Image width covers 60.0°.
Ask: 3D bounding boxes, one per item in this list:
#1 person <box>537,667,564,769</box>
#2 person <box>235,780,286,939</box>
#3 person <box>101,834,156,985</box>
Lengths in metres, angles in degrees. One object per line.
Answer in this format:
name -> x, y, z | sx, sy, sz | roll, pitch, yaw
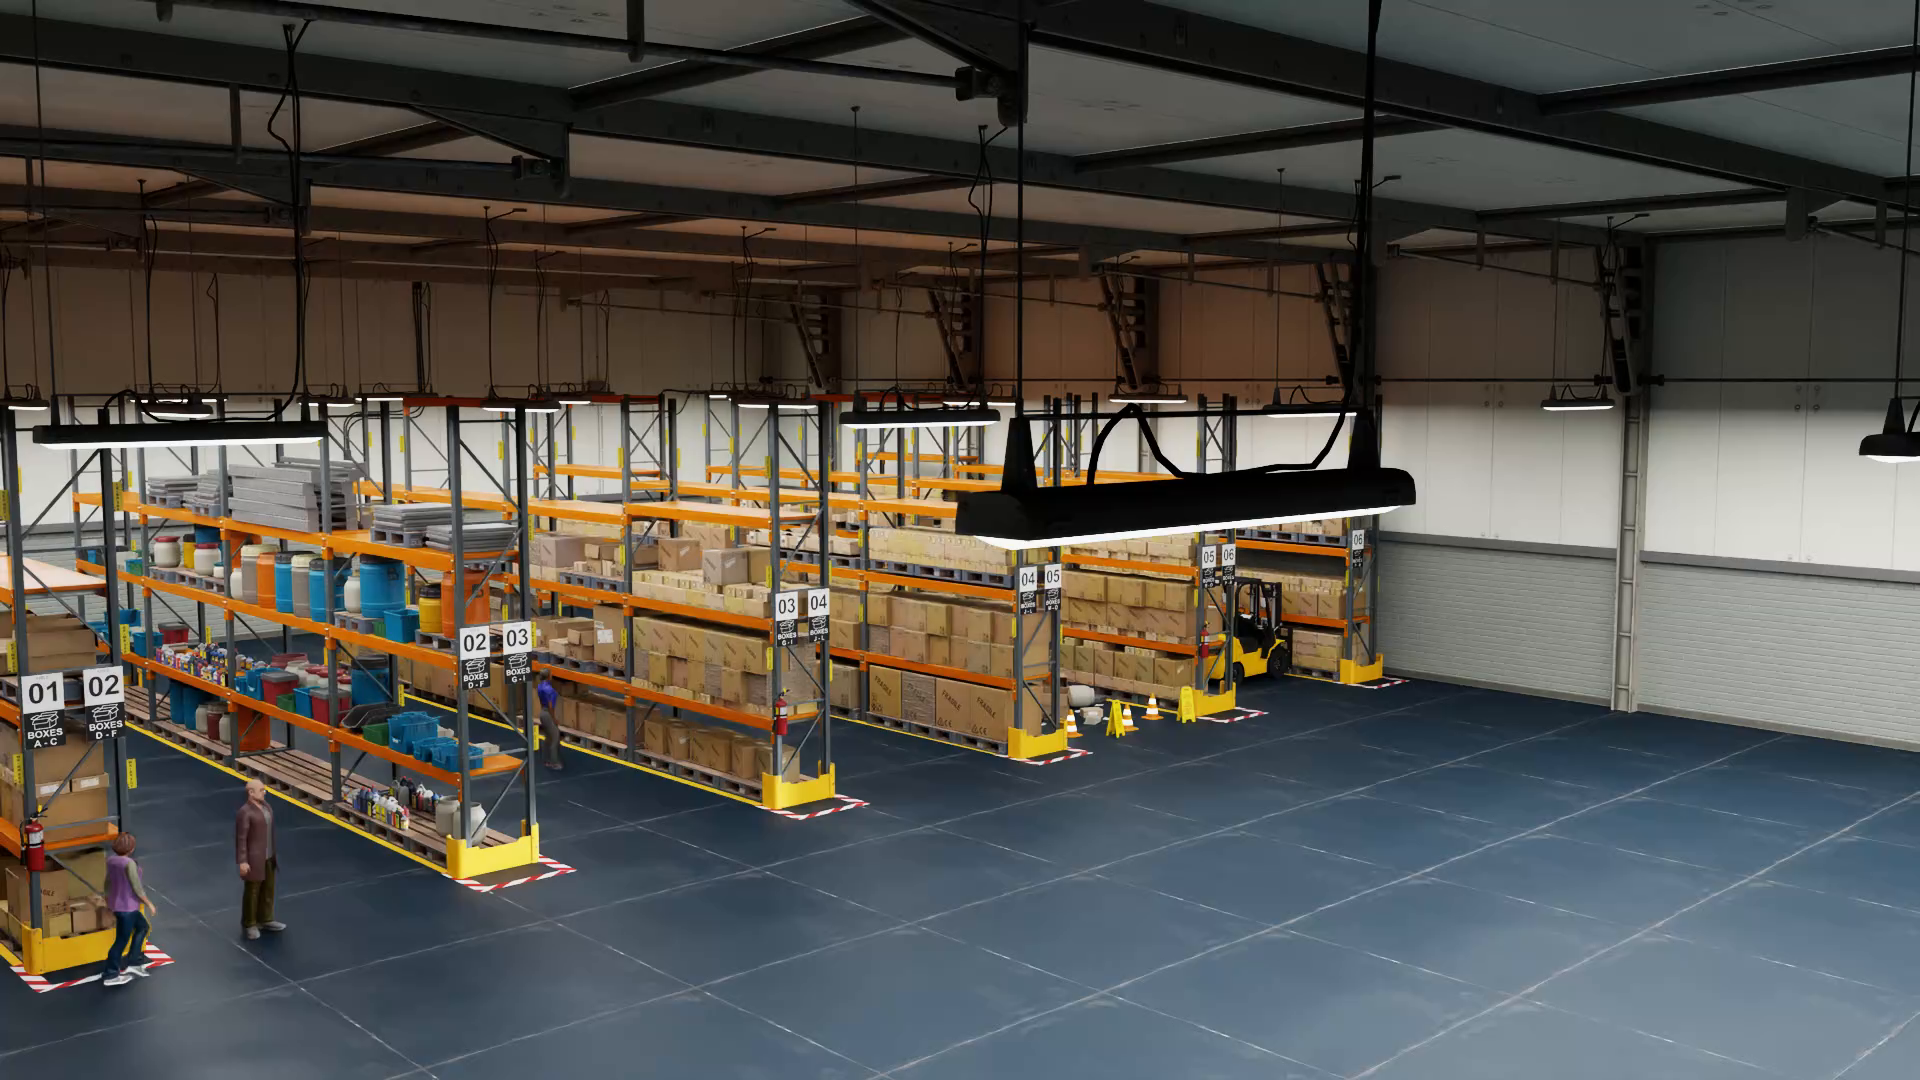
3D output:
person -> -6.669, 2.925, 27.184 | 0.444, 1.718, 0.466 | -1, 6, -13
person -> -8.012, 3.656, 18.952 | 0.425, 1.699, 0.694 | 1, 6, 11
person -> -8.694, 3.861, 17.334 | 0.523, 1.624, 0.420 | -5, 8, -44
